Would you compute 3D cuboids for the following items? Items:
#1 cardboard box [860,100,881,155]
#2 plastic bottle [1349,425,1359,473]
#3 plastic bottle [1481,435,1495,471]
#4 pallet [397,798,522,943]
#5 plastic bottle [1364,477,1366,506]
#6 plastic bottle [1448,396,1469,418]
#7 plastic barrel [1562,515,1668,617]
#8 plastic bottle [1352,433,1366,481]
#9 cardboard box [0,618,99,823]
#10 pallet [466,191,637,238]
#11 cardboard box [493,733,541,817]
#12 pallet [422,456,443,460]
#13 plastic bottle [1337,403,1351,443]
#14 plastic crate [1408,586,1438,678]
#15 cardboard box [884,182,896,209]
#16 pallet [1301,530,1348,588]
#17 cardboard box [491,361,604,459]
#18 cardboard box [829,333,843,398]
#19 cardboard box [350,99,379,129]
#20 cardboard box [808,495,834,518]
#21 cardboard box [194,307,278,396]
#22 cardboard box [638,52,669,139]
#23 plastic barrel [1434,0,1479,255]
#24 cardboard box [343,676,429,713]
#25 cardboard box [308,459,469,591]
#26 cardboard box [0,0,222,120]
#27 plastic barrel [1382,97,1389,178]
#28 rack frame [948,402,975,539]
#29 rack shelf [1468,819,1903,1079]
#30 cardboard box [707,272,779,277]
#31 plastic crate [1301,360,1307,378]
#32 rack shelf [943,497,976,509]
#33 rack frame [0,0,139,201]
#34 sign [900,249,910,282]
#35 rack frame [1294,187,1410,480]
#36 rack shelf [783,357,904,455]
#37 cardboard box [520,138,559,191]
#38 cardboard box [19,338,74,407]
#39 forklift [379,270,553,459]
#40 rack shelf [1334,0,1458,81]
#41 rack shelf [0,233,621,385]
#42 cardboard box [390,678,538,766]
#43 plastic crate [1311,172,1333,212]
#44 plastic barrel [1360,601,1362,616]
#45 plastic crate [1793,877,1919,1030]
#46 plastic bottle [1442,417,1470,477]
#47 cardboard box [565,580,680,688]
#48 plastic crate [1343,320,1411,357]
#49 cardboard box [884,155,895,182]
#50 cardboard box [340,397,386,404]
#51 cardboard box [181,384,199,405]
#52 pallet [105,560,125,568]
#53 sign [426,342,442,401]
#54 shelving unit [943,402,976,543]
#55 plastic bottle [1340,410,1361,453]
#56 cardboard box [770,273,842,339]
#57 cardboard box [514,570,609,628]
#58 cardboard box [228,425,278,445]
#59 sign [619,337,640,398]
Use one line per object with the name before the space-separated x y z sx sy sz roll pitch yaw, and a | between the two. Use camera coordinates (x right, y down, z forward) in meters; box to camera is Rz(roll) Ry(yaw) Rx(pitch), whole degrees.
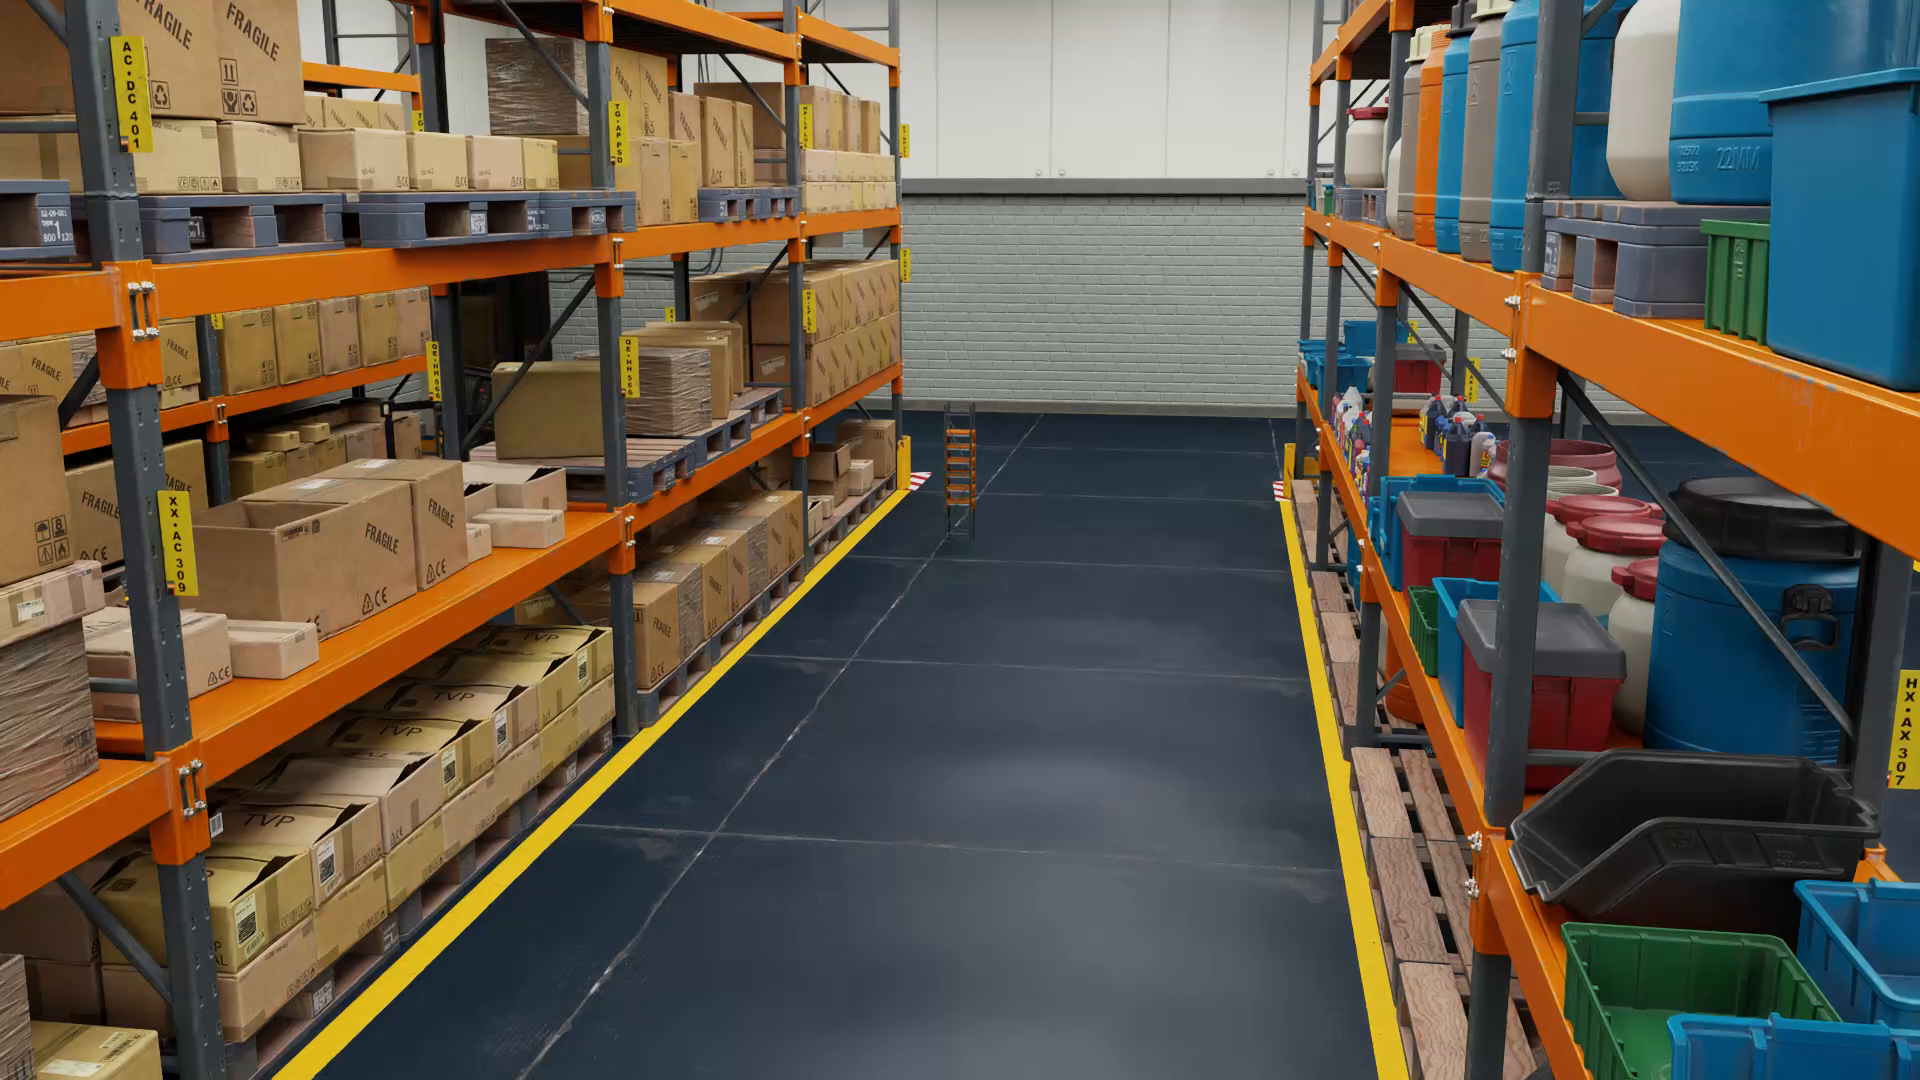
cardboard box | -1.155 -3.939 15.921 0.700 0.500 0.500 2 12 9
plastic bottle | 2.437 -0.561 10.255 0.061 0.283 0.133 2 12 9
plastic bottle | 3.180 -0.496 9.982 0.097 0.271 0.097 0 12 0
pallet | -2.677 1.409 7.454 1.003 0.211 1.213 2 12 9
plastic bottle | 2.284 -0.288 9.183 0.097 0.201 0.097 0 12 0
plastic bottle | 3.340 -0.784 11.129 0.144 0.351 0.185 2 12 9
plastic barrel | 2.433 0.205 6.098 0.433 0.535 0.433 0 12 0
plastic bottle | 2.388 -0.495 9.947 0.061 0.283 0.133 2 12 9
cardboard box | -2.999 0.499 4.821 0.700 0.500 0.500 2 12 7
pallet | -2.338 -1.607 8.159 1.213 0.211 1.003 2 12 11
cardboard box | -2.318 1.091 7.841 0.500 0.250 0.500 2 12 10
pallet | -6.033 -0.670 17.103 1.003 0.211 1.213 2 12 9
plastic bottle | 2.638 -0.802 11.402 0.097 0.271 0.097 0 12 0
plastic crate | 1.945 0.348 6.259 0.450 0.188 0.662 2 12 9
cardboard box | -0.910 -3.320 16.016 0.500 0.250 0.500 2 12 9
pallet | 3.262 0.160 13.250 1.003 0.211 1.213 2 12 9
cardboard box | -2.337 -0.766 9.695 0.700 0.500 0.500 -2 12 -10
cardboard box | -1.284 -1.463 13.924 0.500 0.500 0.500 2 12 10
cardboard box | -5.918 -3.951 15.929 0.500 0.500 0.500 2 12 10
cardboard box | -1.305 -0.301 14.450 0.380 0.166 0.250 2 12 9
cardboard box | -6.503 -1.629 14.219 0.980 0.700 0.700 2 12 10
cardboard box | -2.092 -2.684 10.098 0.500 0.500 0.500 2 12 9
plastic barrel | 2.021 -1.480 5.931 0.600 0.901 0.708 2 12 9
cardboard box | -2.846 0.803 7.848 0.500 0.311 0.500 2 12 7
cardboard box | -2.564 -0.076 7.491 0.500 0.500 0.500 1 12 6
cardboard box | -2.803 -1.637 5.427 0.500 0.500 0.500 2 12 9
plastic barrel | 2.695 -2.328 9.737 0.433 0.535 0.433 0 12 0
rack frame | 0.012 -0.603 14.441 0.240 1.200 0.006 2 12 9
rack shelf | 1.649 1.385 2.656 1.077 0.370 4.000 2 12 9
cardboard box | -1.809 -1.968 13.895 0.500 0.500 0.500 2 12 8
plastic crate | 3.203 -1.536 14.983 0.250 0.136 0.298 2 12 9
rack shelf | -0.002 -0.305 14.413 0.258 0.103 0.180 2 12 9
rack frame | -2.937 -2.477 4.629 1.000 3.000 0.127 2 12 9
sign | -0.546 -2.741 16.594 0.100 0.325 0.005 2 12 9
rack frame | 3.802 -1.881 16.103 1.000 3.000 0.127 2 12 9
rack shelf | -1.399 -1.275 14.996 1.077 0.370 4.000 2 12 9
cardboard box | -2.336 -1.879 8.333 0.500 0.250 0.500 1 12 4
cardboard box | -6.650 -1.155 11.740 0.500 0.500 0.500 2 12 10
forklift | -3.996 -1.164 12.940 3.031 2.935 1.130 -11 16 -42
rack shelf | 2.879 -3.018 9.794 1.077 0.370 4.000 2 12 9
rack shelf | -2.630 -1.076 6.952 1.077 0.370 4.000 2 12 9
cardboard box | -2.313 0.818 7.778 0.500 0.311 0.500 2 12 8
plastic crate | 3.296 -3.008 14.360 0.504 0.338 0.767 2 12 9
plastic barrel | 2.802 0.337 10.719 0.421 0.512 0.421 0 12 0
plastic crate | 2.055 0.928 3.418 0.499 0.251 0.616 2 12 9
plastic bottle | 3.028 -0.570 10.137 0.144 0.351 0.185 2 12 9
cardboard box | -1.970 0.544 9.738 0.500 0.500 0.500 2 12 11
plastic crate | 3.935 -1.852 15.742 0.616 0.435 0.499 2 12 9
cardboard box | -0.919 -3.565 15.964 0.500 0.250 0.500 2 12 9
cardboard box | -6.174 -1.386 17.203 0.380 0.149 0.250 2 12 9
cardboard box | -6.375 -1.177 13.384 0.380 0.149 0.250 2 12 9
pallet | -6.646 0.156 13.266 1.003 0.211 1.213 2 12 9
sign | -2.860 -0.920 9.083 0.100 0.325 0.005 2 12 9
shelving unit | -0.002 -0.584 14.353 0.258 1.200 0.189 2 12 9
plastic bottle | 2.597 -0.711 10.969 0.152 0.276 0.135 2 12 9
cardboard box | -1.278 -1.944 13.783 0.500 0.500 0.500 1 12 7
cardboard box | -2.410 0.427 10.280 0.500 0.500 0.500 2 12 11
cardboard box | -6.486 -0.963 15.241 0.380 0.149 0.250 1 12 7
sign | -1.773 -0.926 8.922 0.100 0.325 0.005 2 12 9
